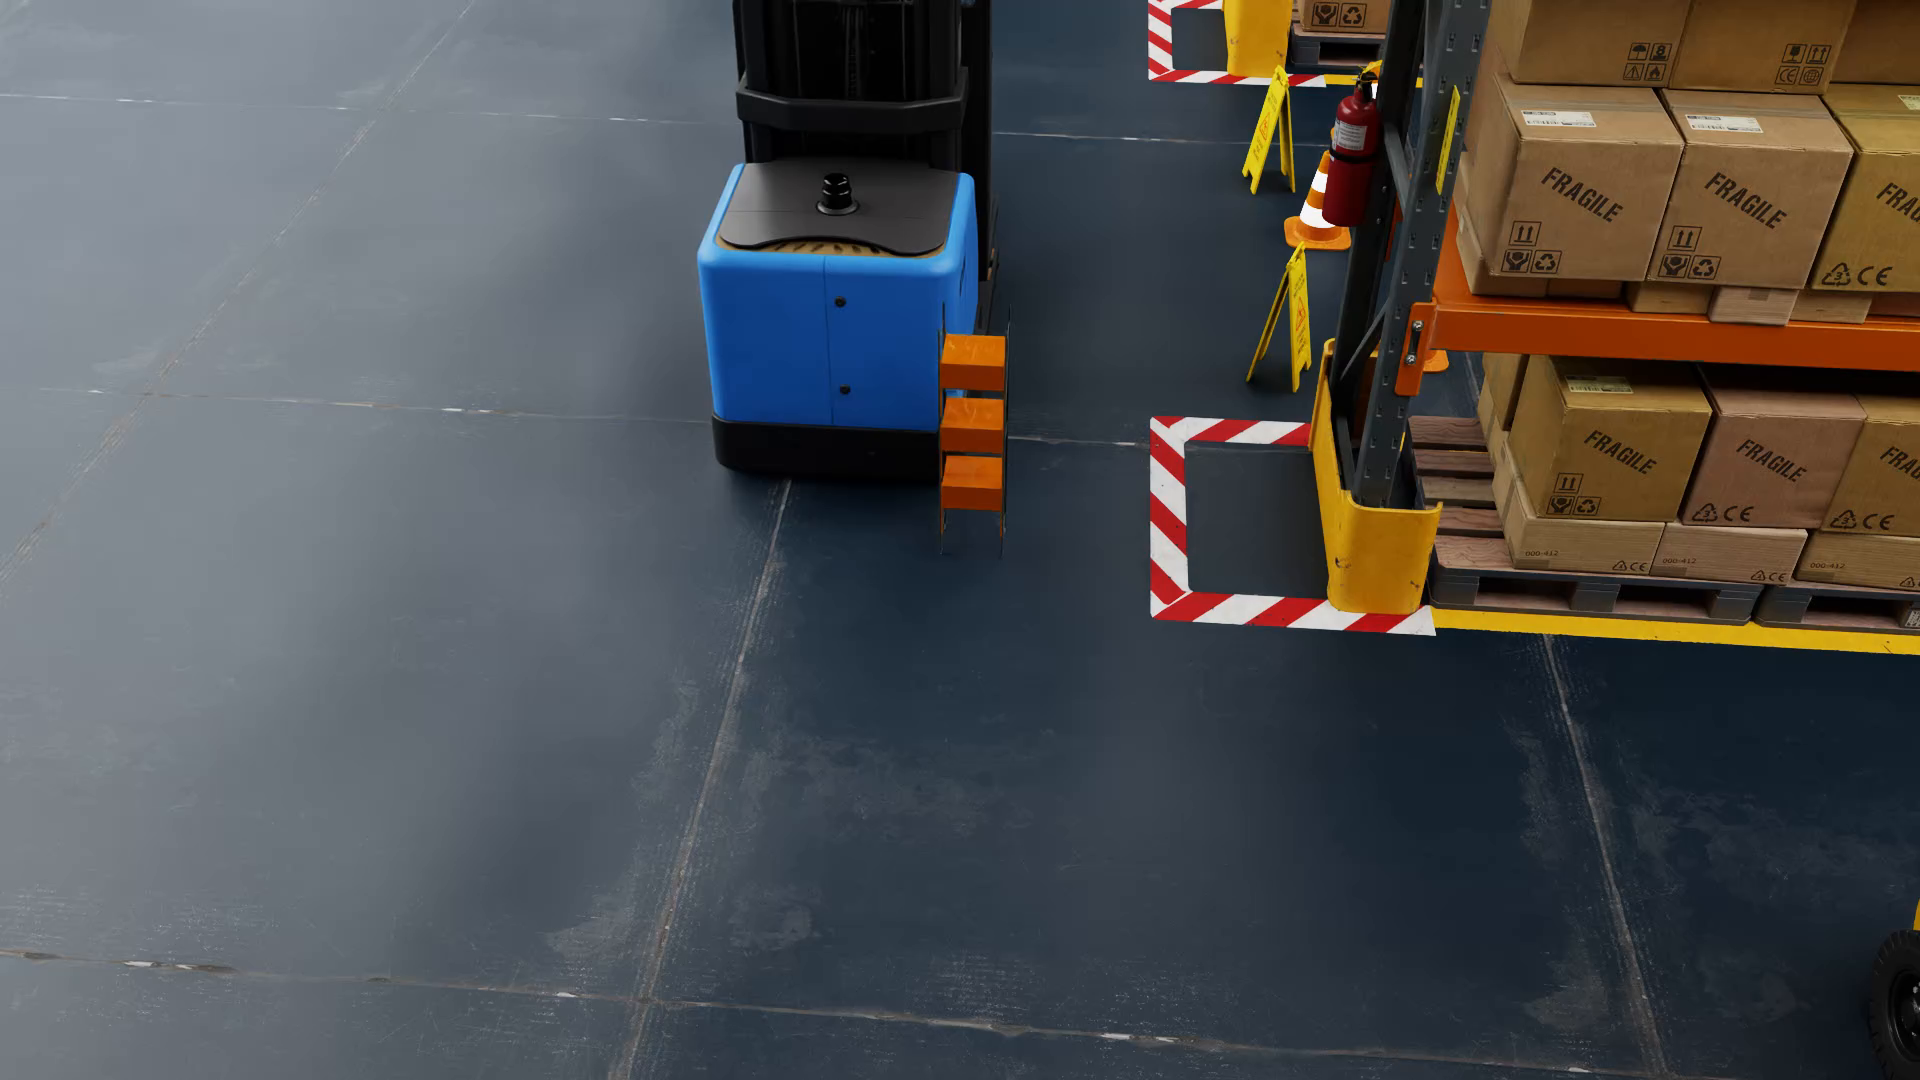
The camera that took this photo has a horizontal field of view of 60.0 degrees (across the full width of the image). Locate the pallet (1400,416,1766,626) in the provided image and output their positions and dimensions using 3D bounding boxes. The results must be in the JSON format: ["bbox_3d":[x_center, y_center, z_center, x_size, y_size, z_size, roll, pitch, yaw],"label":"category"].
[{"bbox_3d":[2.450,-0.100,6.677,1.213,0.211,1.003,3,39,4],"label":"pallet"}]

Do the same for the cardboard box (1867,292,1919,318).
[{"bbox_3d":[3.176,-0.924,5.679,0.250,0.149,0.380,4,39,5],"label":"cardboard box"}]

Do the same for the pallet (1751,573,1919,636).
[{"bbox_3d":[3.662,-0.032,6.594,1.213,0.211,1.003,3,39,4],"label":"pallet"}]

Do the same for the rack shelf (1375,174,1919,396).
[{"bbox_3d":[3.560,-0.864,5.977,4.000,0.370,1.077,3,39,4],"label":"rack shelf"}]

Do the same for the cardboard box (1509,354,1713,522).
[{"bbox_3d":[2.371,-0.421,6.114,0.500,0.500,0.500,2,39,2],"label":"cardboard box"}]

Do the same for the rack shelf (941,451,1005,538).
[{"bbox_3d":[0.053,-0.180,6.568,0.240,0.259,0.215,3,39,4],"label":"rack shelf"}]

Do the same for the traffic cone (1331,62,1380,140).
[{"bbox_3d":[2.301,-2.465,9.383,0.334,0.463,0.336,3,39,4],"label":"traffic cone"}]

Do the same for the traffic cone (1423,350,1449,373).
[{"bbox_3d":[2.107,-1.056,7.653,0.334,0.463,0.336,3,39,4],"label":"traffic cone"}]

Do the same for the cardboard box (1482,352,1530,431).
[{"bbox_3d":[2.388,-0.760,6.530,0.500,0.500,0.500,3,39,4],"label":"cardboard box"}]

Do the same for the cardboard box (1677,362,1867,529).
[{"bbox_3d":[2.892,-0.395,6.082,0.500,0.500,0.500,2,39,2],"label":"cardboard box"}]

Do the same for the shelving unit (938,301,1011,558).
[{"bbox_3d":[0.053,-0.404,6.386,0.252,1.050,0.215,3,39,4],"label":"shelving unit"}]

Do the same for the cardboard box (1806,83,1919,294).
[{"bbox_3d":[3.040,-1.153,5.447,0.500,0.500,0.500,2,39,3],"label":"cardboard box"}]

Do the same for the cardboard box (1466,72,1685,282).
[{"bbox_3d":[2.016,-1.206,5.512,0.500,0.500,0.500,3,39,3],"label":"cardboard box"}]

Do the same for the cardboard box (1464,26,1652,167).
[{"bbox_3d":[2.132,-1.550,5.935,0.500,0.500,0.500,2,39,3],"label":"cardboard box"}]

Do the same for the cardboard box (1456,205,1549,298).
[{"bbox_3d":[1.888,-1.006,5.780,0.250,0.149,0.380,3,39,4],"label":"cardboard box"}]

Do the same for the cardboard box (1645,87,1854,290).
[{"bbox_3d":[2.532,-1.180,5.480,0.500,0.500,0.500,4,39,5],"label":"cardboard box"}]

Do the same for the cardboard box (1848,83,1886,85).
[{"bbox_3d":[3.129,-1.491,5.862,0.500,0.500,0.500,3,39,4],"label":"cardboard box"}]

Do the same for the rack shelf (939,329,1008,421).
[{"bbox_3d":[0.053,-0.616,6.214,0.240,0.259,0.215,3,39,4],"label":"rack shelf"}]

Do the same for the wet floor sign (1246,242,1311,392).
[{"bbox_3d":[1.471,-1.023,7.466,0.232,0.644,0.267,16,42,19],"label":"wet floor sign"}]

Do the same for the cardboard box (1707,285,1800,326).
[{"bbox_3d":[2.647,-0.893,5.642,0.250,0.149,0.380,4,39,5],"label":"cardboard box"}]

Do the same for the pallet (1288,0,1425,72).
[{"bbox_3d":[2.697,-3.295,10.602,1.213,0.211,1.003,3,39,4],"label":"pallet"}]

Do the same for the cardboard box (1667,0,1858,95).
[{"bbox_3d":[2.599,-1.872,5.537,0.500,0.500,0.700,3,39,4],"label":"cardboard box"}]

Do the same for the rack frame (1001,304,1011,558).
[{"bbox_3d":[0.175,-0.398,6.378,0.008,1.050,0.200,3,39,4],"label":"rack frame"}]

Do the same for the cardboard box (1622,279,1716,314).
[{"bbox_3d":[2.398,-0.936,5.694,0.250,0.149,0.380,2,39,2],"label":"cardboard box"}]

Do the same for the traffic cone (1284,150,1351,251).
[{"bbox_3d":[1.864,-1.773,8.533,0.334,0.463,0.336,3,39,4],"label":"traffic cone"}]

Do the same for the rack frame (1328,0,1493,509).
[{"bbox_3d":[1.568,-1.252,5.884,0.127,3.000,1.000,3,39,4],"label":"rack frame"}]

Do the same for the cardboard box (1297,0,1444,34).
[{"bbox_3d":[2.575,-3.715,10.259,0.875,0.875,0.875,3,39,4],"label":"cardboard box"}]

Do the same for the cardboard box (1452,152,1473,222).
[{"bbox_3d":[1.959,-1.269,6.103,0.250,0.149,0.380,4,39,5],"label":"cardboard box"}]

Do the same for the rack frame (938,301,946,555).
[{"bbox_3d":[-0.068,-0.411,6.394,0.008,1.050,0.200,3,39,4],"label":"rack frame"}]

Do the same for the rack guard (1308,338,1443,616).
[{"bbox_3d":[1.643,-0.279,6.668,0.348,0.500,1.175,3,39,4],"label":"rack guard"}]

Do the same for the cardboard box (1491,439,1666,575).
[{"bbox_3d":[2.347,-0.131,6.352,0.500,0.250,0.500,3,39,3],"label":"cardboard box"}]

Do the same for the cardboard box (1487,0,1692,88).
[{"bbox_3d":[2.095,-1.904,5.577,0.500,0.500,0.700,2,39,3],"label":"cardboard box"}]

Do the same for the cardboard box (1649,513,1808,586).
[{"bbox_3d":[2.855,-0.098,6.312,0.500,0.250,0.500,4,39,5],"label":"cardboard box"}]

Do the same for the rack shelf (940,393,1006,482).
[{"bbox_3d":[0.053,-0.396,6.393,0.240,0.259,0.215,3,39,4],"label":"rack shelf"}]

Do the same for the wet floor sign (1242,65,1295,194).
[{"bbox_3d":[1.694,-2.214,8.931,0.232,0.644,0.267,-3,39,-4],"label":"wet floor sign"}]

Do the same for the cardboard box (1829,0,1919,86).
[{"bbox_3d":[3.116,-1.908,5.583,0.500,0.500,0.700,3,39,3],"label":"cardboard box"}]

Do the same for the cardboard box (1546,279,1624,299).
[{"bbox_3d":[2.141,-1.002,5.775,0.250,0.149,0.380,4,39,5],"label":"cardboard box"}]

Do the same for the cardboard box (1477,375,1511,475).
[{"bbox_3d":[2.420,-0.473,6.771,0.500,0.250,0.500,3,39,4],"label":"cardboard box"}]

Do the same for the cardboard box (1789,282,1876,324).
[{"bbox_3d":[2.908,-0.900,5.650,0.250,0.149,0.380,4,39,5],"label":"cardboard box"}]

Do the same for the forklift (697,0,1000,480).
[{"bbox_3d":[-0.388,-2.304,7.231,1.130,2.935,3.031,3,39,4],"label":"forklift"}]

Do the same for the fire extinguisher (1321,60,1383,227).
[{"bbox_3d":[1.493,-1.518,6.272,0.183,0.674,0.296,3,39,4],"label":"fire extinguisher"}]

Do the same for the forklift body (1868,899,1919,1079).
[{"bbox_3d":[3.190,1.155,3.599,1.214,2.155,2.313,3,39,4],"label":"forklift body"}]

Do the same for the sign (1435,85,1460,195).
[{"bbox_3d":[1.521,-1.247,5.191,0.005,0.325,0.100,3,39,4],"label":"sign"}]

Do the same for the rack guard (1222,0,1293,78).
[{"bbox_3d":[1.870,-3.403,10.506,0.348,0.500,1.175,3,39,4],"label":"rack guard"}]

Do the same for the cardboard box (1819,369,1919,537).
[{"bbox_3d":[3.392,-0.363,6.042,0.500,0.500,0.500,4,39,5],"label":"cardboard box"}]

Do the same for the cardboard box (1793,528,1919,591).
[{"bbox_3d":[3.400,-0.077,6.285,0.500,0.250,0.500,6,39,7],"label":"cardboard box"}]
